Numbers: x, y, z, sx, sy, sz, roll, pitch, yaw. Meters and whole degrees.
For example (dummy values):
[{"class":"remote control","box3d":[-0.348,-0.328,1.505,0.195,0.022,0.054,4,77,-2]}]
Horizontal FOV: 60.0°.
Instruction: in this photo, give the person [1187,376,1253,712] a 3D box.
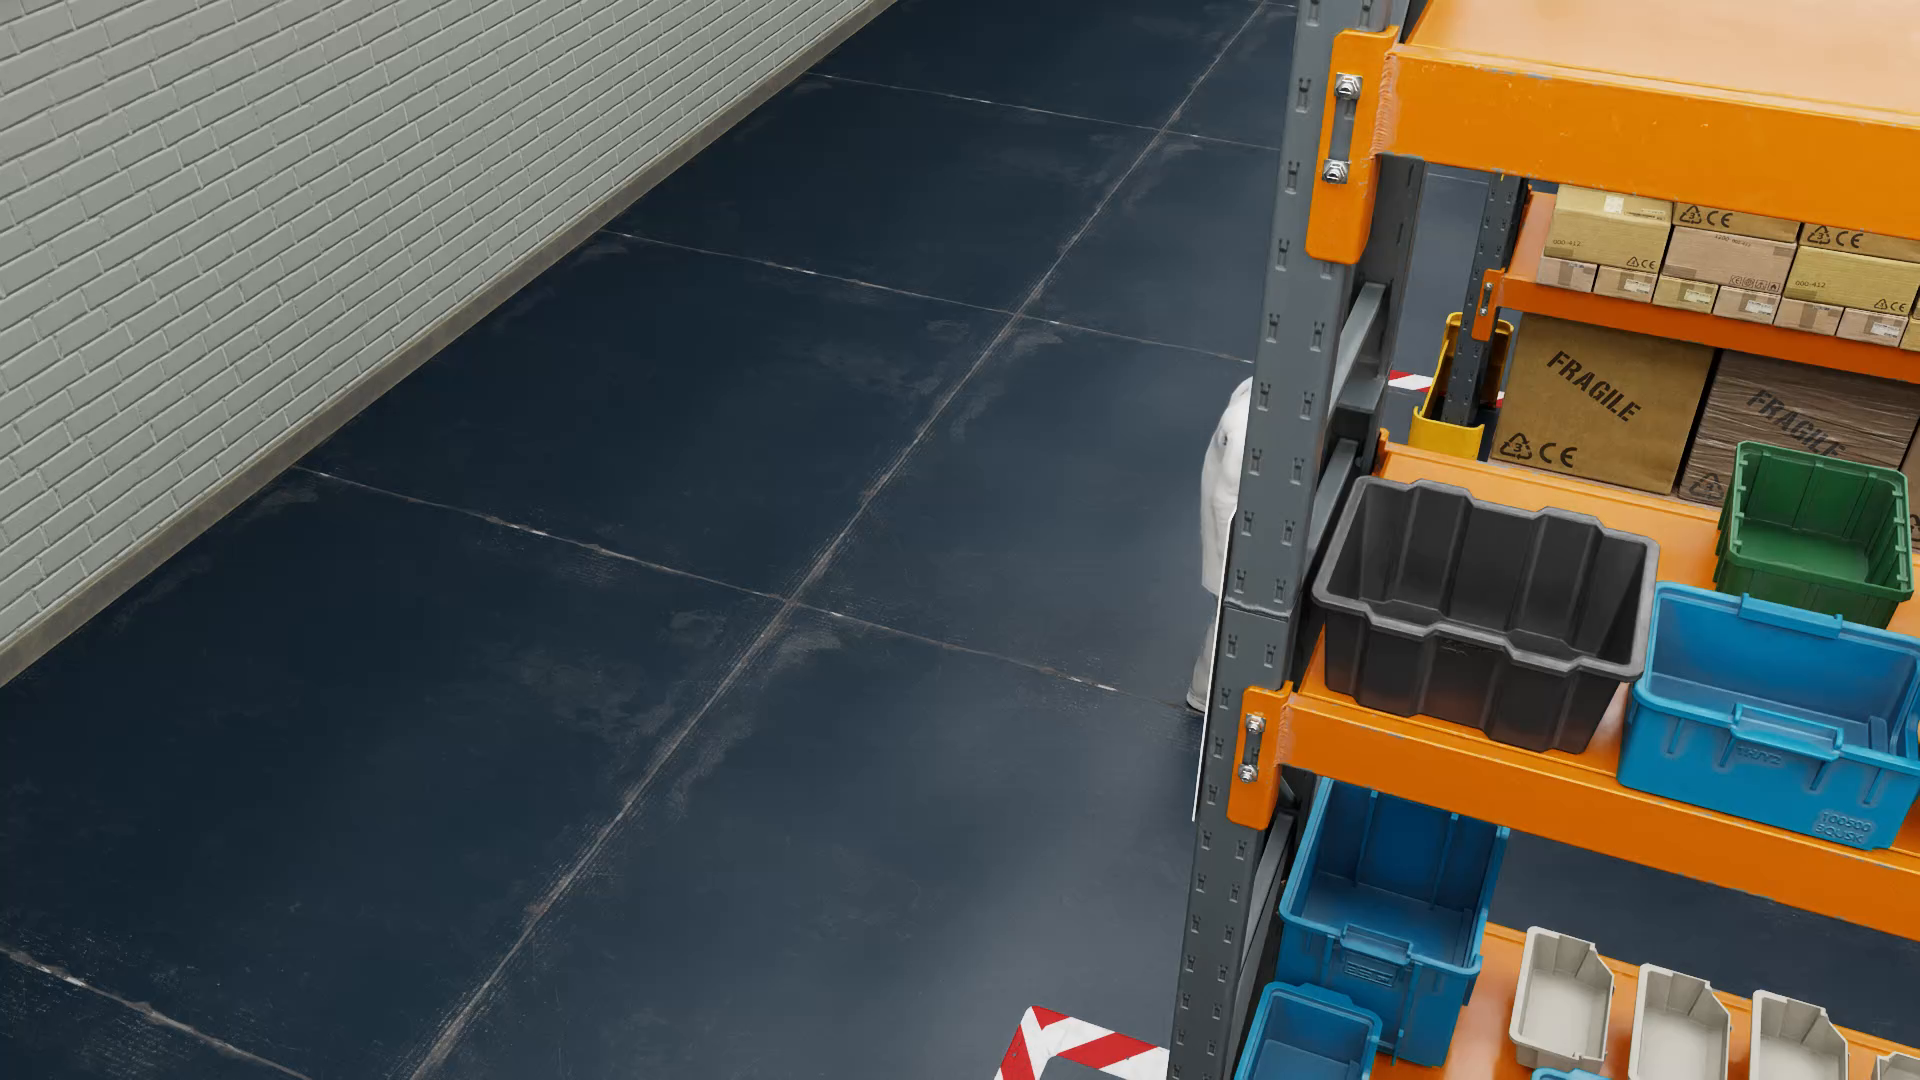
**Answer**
[{"class":"person","box3d":[1.201,-0.056,6.909,0.427,1.773,0.641,14,39,18]}]
